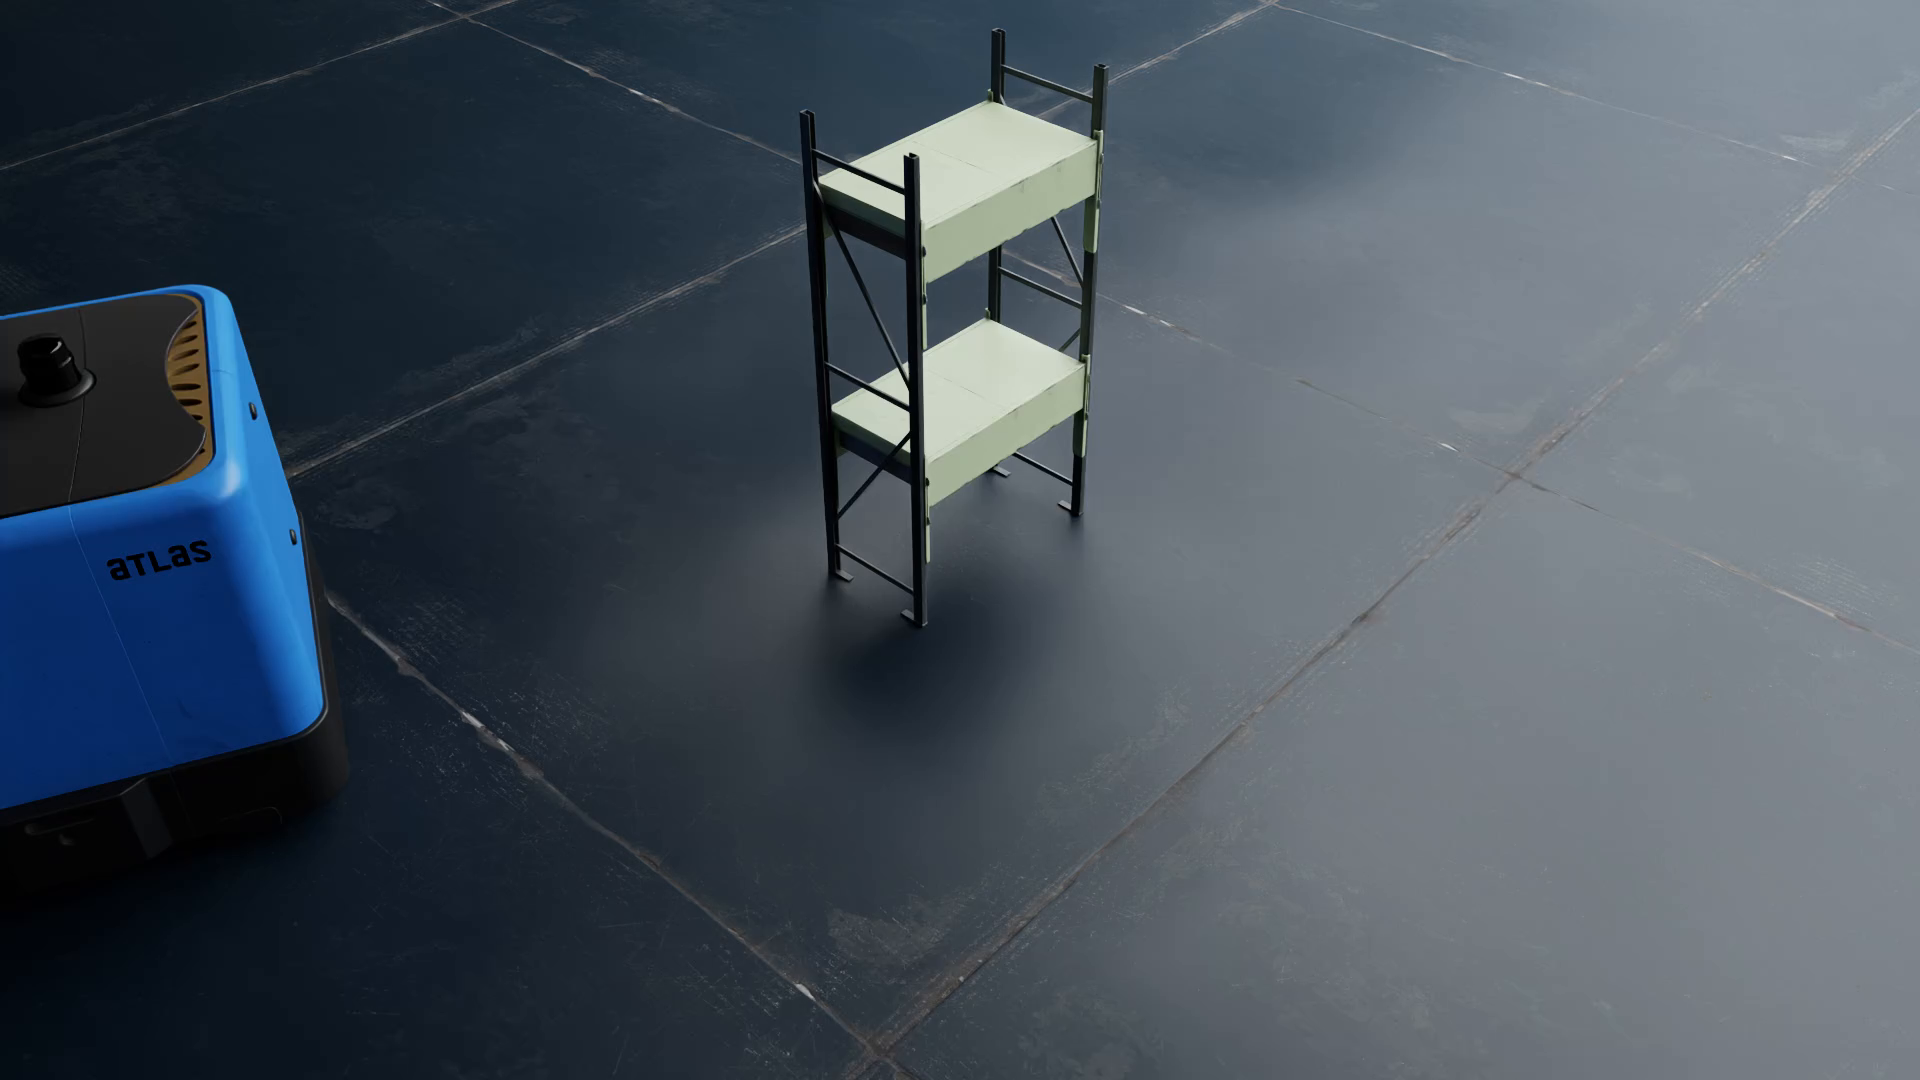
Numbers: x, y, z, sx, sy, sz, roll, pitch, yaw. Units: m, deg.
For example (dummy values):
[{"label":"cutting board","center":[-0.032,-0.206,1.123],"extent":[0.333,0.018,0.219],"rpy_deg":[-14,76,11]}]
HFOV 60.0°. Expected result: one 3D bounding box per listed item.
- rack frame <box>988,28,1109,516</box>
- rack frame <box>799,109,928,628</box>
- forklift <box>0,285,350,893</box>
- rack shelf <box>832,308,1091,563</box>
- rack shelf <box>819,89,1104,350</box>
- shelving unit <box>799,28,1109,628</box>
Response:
[{"label":"rack frame","center":[0.242,-0.752,4.991],"extent":[0.400,1.500,0.023],"rpy_deg":[30,47,32]},{"label":"rack frame","center":[-0.251,-0.416,4.568],"extent":[0.400,1.500,0.023],"rpy_deg":[30,47,32]},{"label":"forklift","center":[-3.169,-0.386,3.380],"extent":[3.031,2.935,1.130],"rpy_deg":[-14,41,-17]},{"label":"rack shelf","center":[-0.005,-0.329,4.982],"extent":[0.431,0.370,0.720],"rpy_deg":[30,47,32]},{"label":"rack shelf","center":[-0.004,-0.889,4.536],"extent":[0.431,0.370,0.720],"rpy_deg":[30,47,32]},{"label":"shelving unit","center":[-0.005,-0.584,4.779],"extent":[0.431,1.500,0.755],"rpy_deg":[30,47,32]}]
